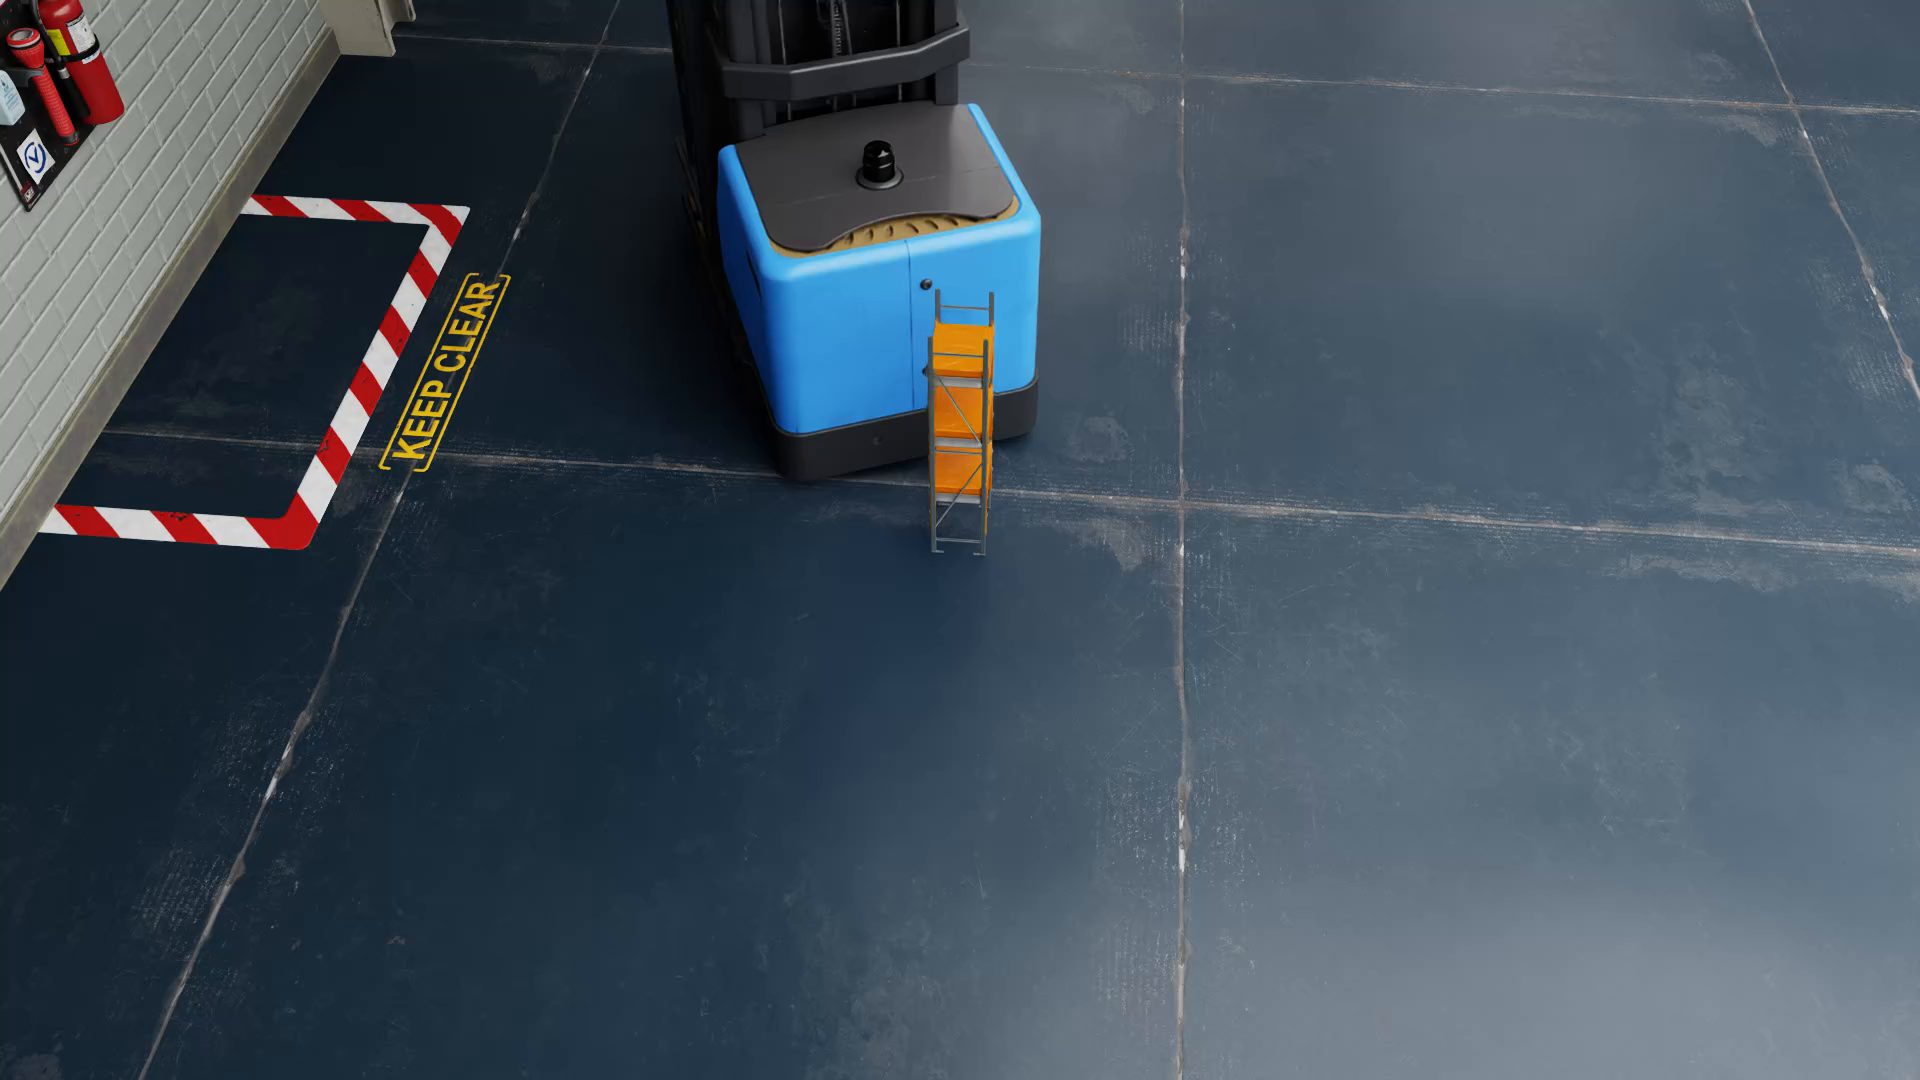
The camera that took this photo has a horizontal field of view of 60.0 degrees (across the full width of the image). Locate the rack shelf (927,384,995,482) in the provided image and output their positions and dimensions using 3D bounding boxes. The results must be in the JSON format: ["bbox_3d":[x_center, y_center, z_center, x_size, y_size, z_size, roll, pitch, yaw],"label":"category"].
[{"bbox_3d":[0.005,-0.386,5.906,0.215,0.259,0.240,4,48,4],"label":"rack shelf"}]

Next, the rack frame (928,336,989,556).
[{"bbox_3d":[-0.006,-0.304,5.817,0.200,1.050,0.008,4,48,4],"label":"rack frame"}]

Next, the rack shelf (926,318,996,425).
[{"bbox_3d":[0.005,-0.578,5.697,0.215,0.259,0.240,4,48,4],"label":"rack shelf"}]

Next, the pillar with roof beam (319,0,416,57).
[{"bbox_3d":[1.246,-5.379,5.071,9.100,9.000,0.400,4,48,4],"label":"pillar with roof beam"}]

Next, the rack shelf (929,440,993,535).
[{"bbox_3d":[0.005,-0.199,6.111,0.215,0.259,0.240,4,48,4],"label":"rack shelf"}]

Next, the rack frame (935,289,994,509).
[{"bbox_3d":[0.016,-0.483,5.981,0.200,1.050,0.008,4,48,4],"label":"rack frame"}]

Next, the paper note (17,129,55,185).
[{"bbox_3d":[-3.390,-1.408,6.102,0.016,0.148,0.142,4,48,4],"label":"paper note"}]

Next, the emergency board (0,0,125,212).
[{"bbox_3d":[-3.305,-1.830,5.891,0.194,1.169,0.643,4,48,4],"label":"emergency board"}]

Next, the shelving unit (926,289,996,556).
[{"bbox_3d":[0.005,-0.394,5.899,0.215,1.050,0.252,4,48,4],"label":"shelving unit"}]

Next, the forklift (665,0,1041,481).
[{"bbox_3d":[-0.617,-2.326,6.391,1.130,2.935,3.031,-13,49,-11],"label":"forklift"}]
